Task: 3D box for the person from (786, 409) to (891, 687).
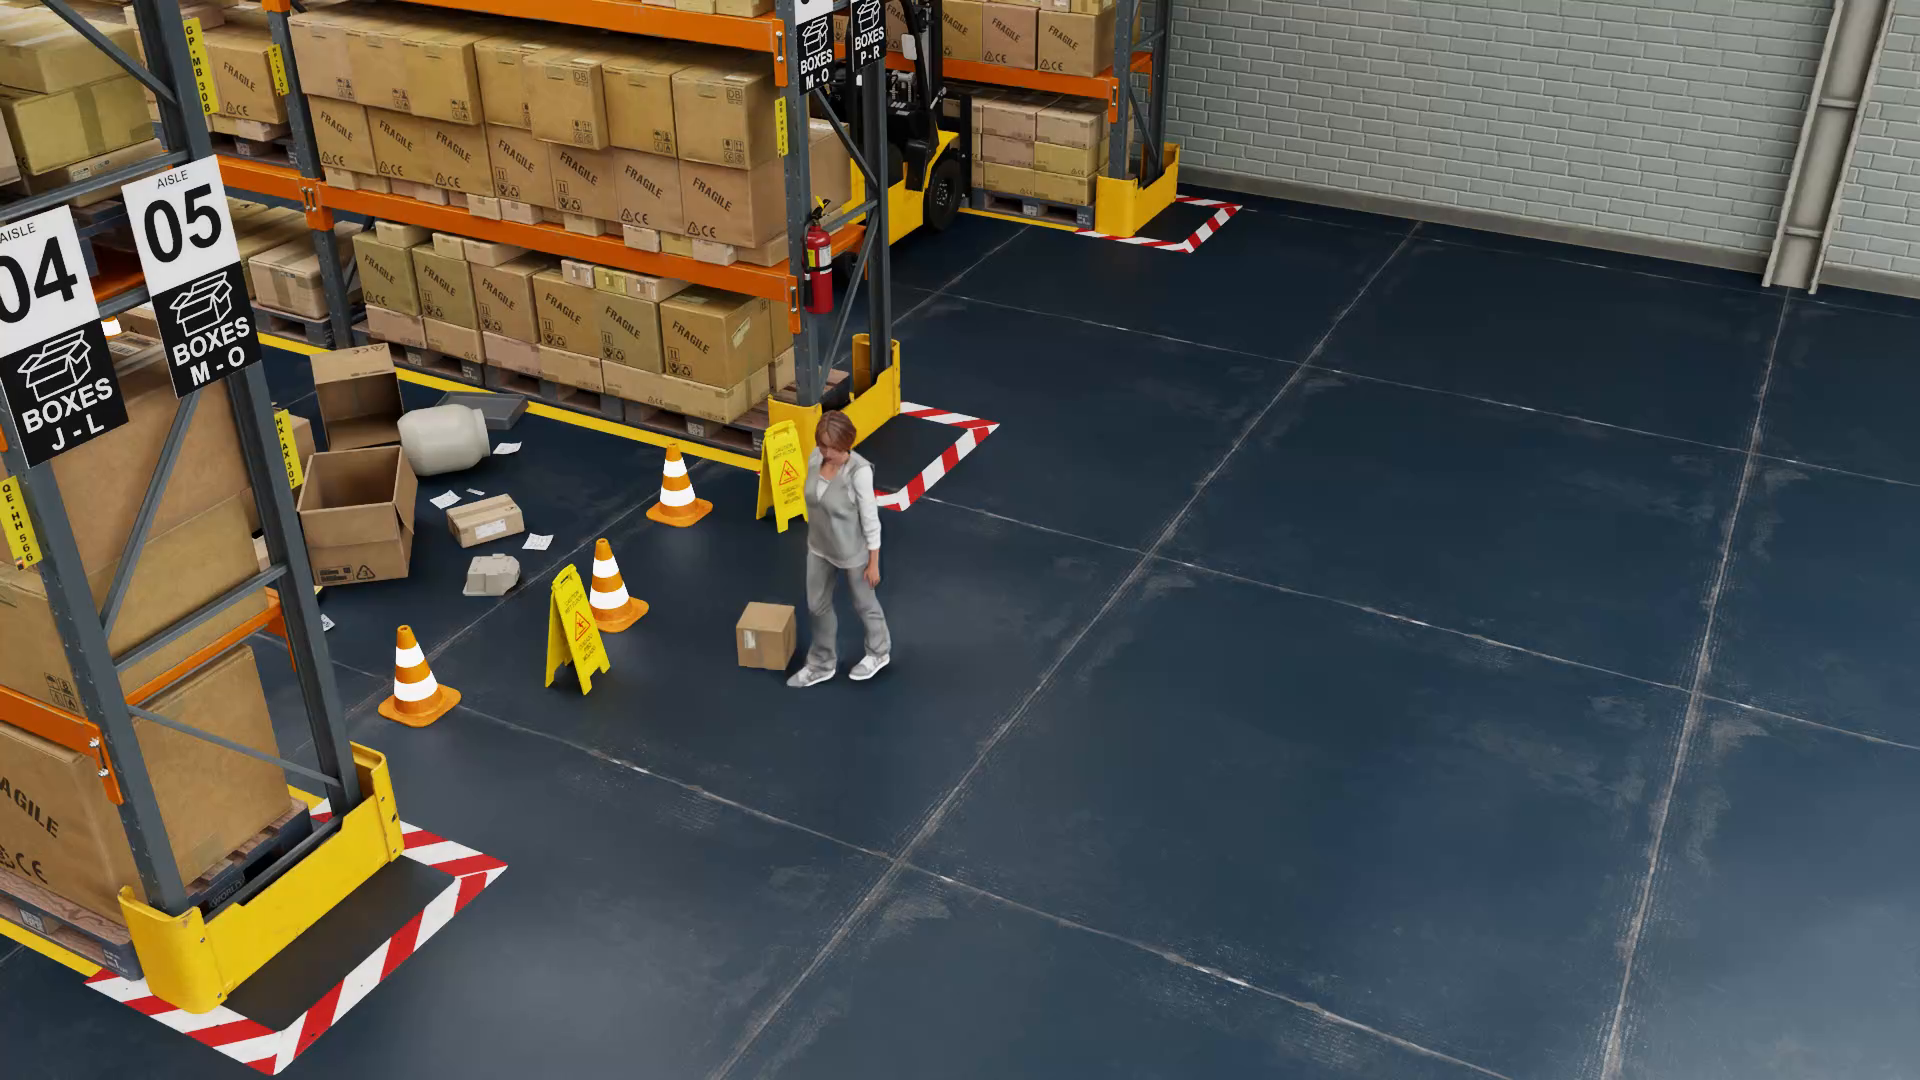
[{"bbox_3d":[-0.561,0.048,8.232,0.530,1.633,0.487,21,36,31],"label":"person"}]
